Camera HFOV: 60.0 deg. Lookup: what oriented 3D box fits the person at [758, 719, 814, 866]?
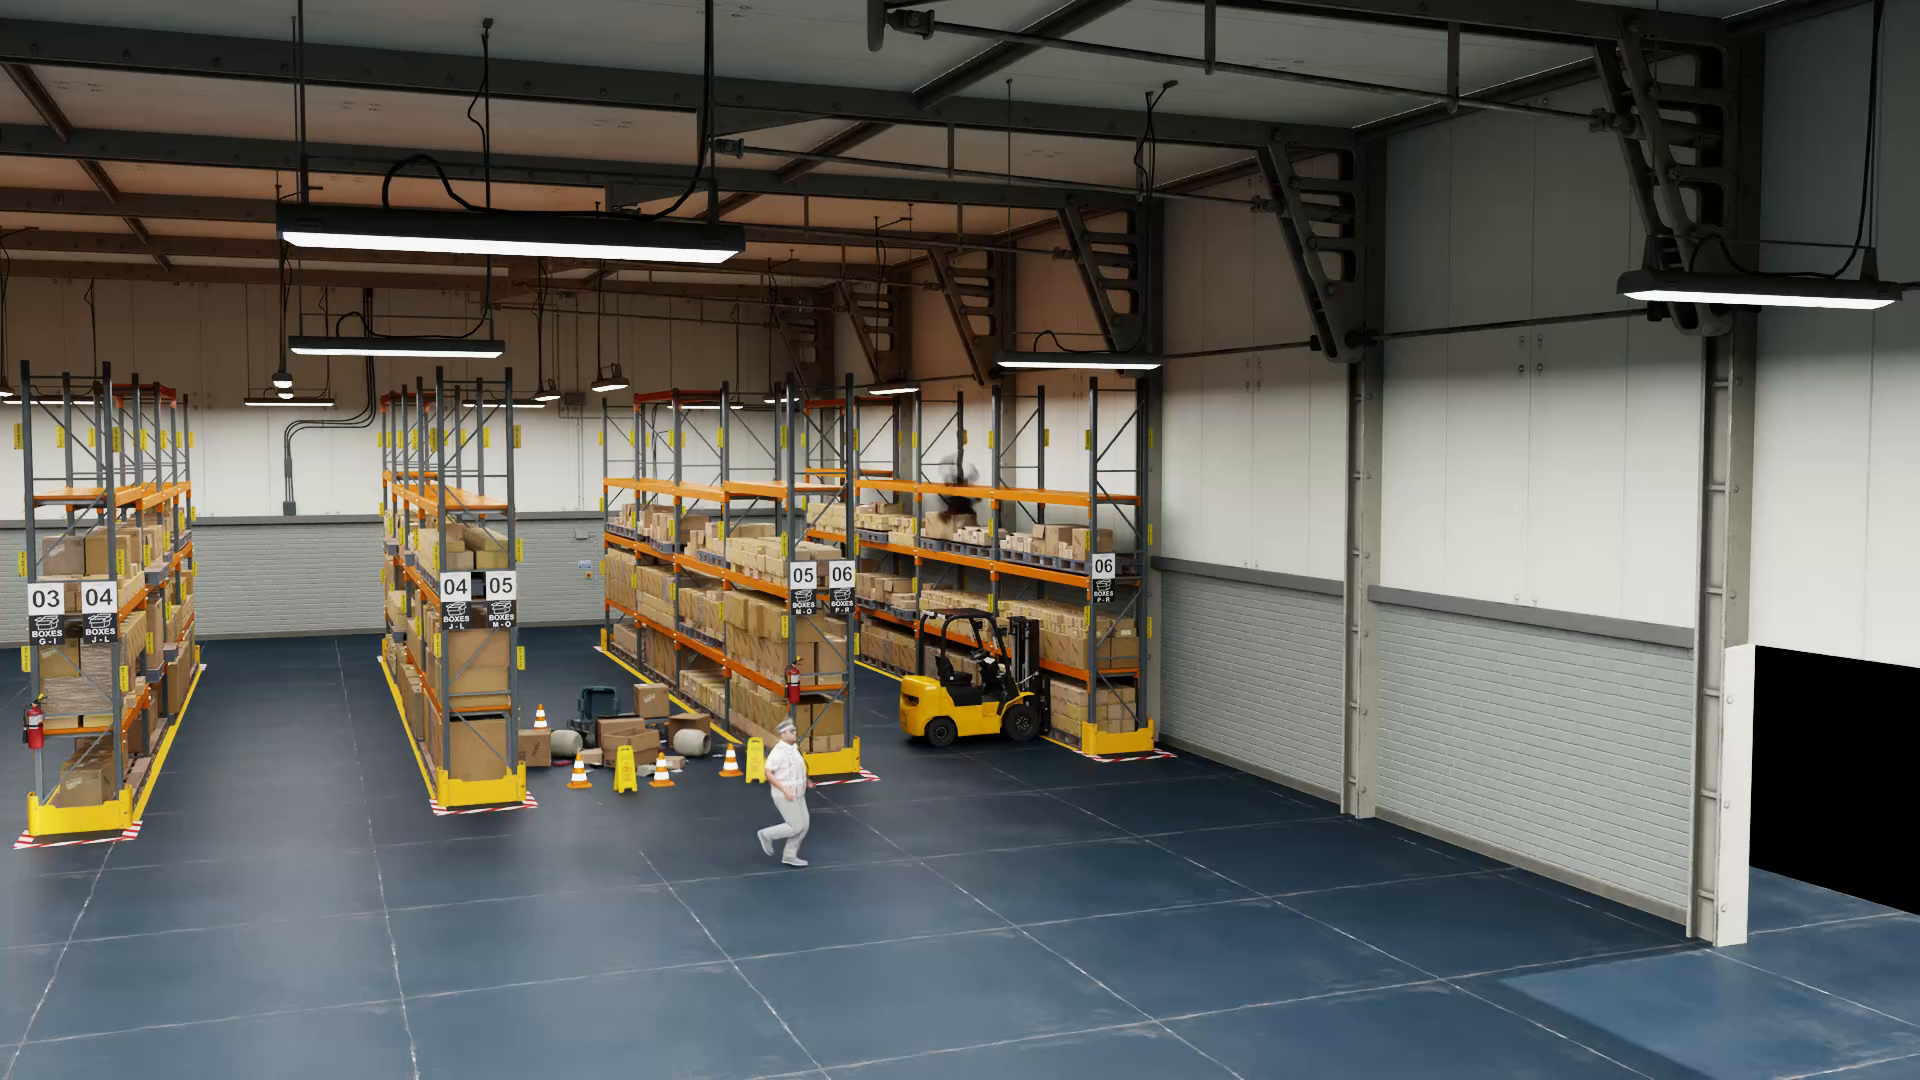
[{"bbox_3d":[-2.047,2.963,19.555,0.602,1.742,0.664,1,4,17],"label":"person"}]
